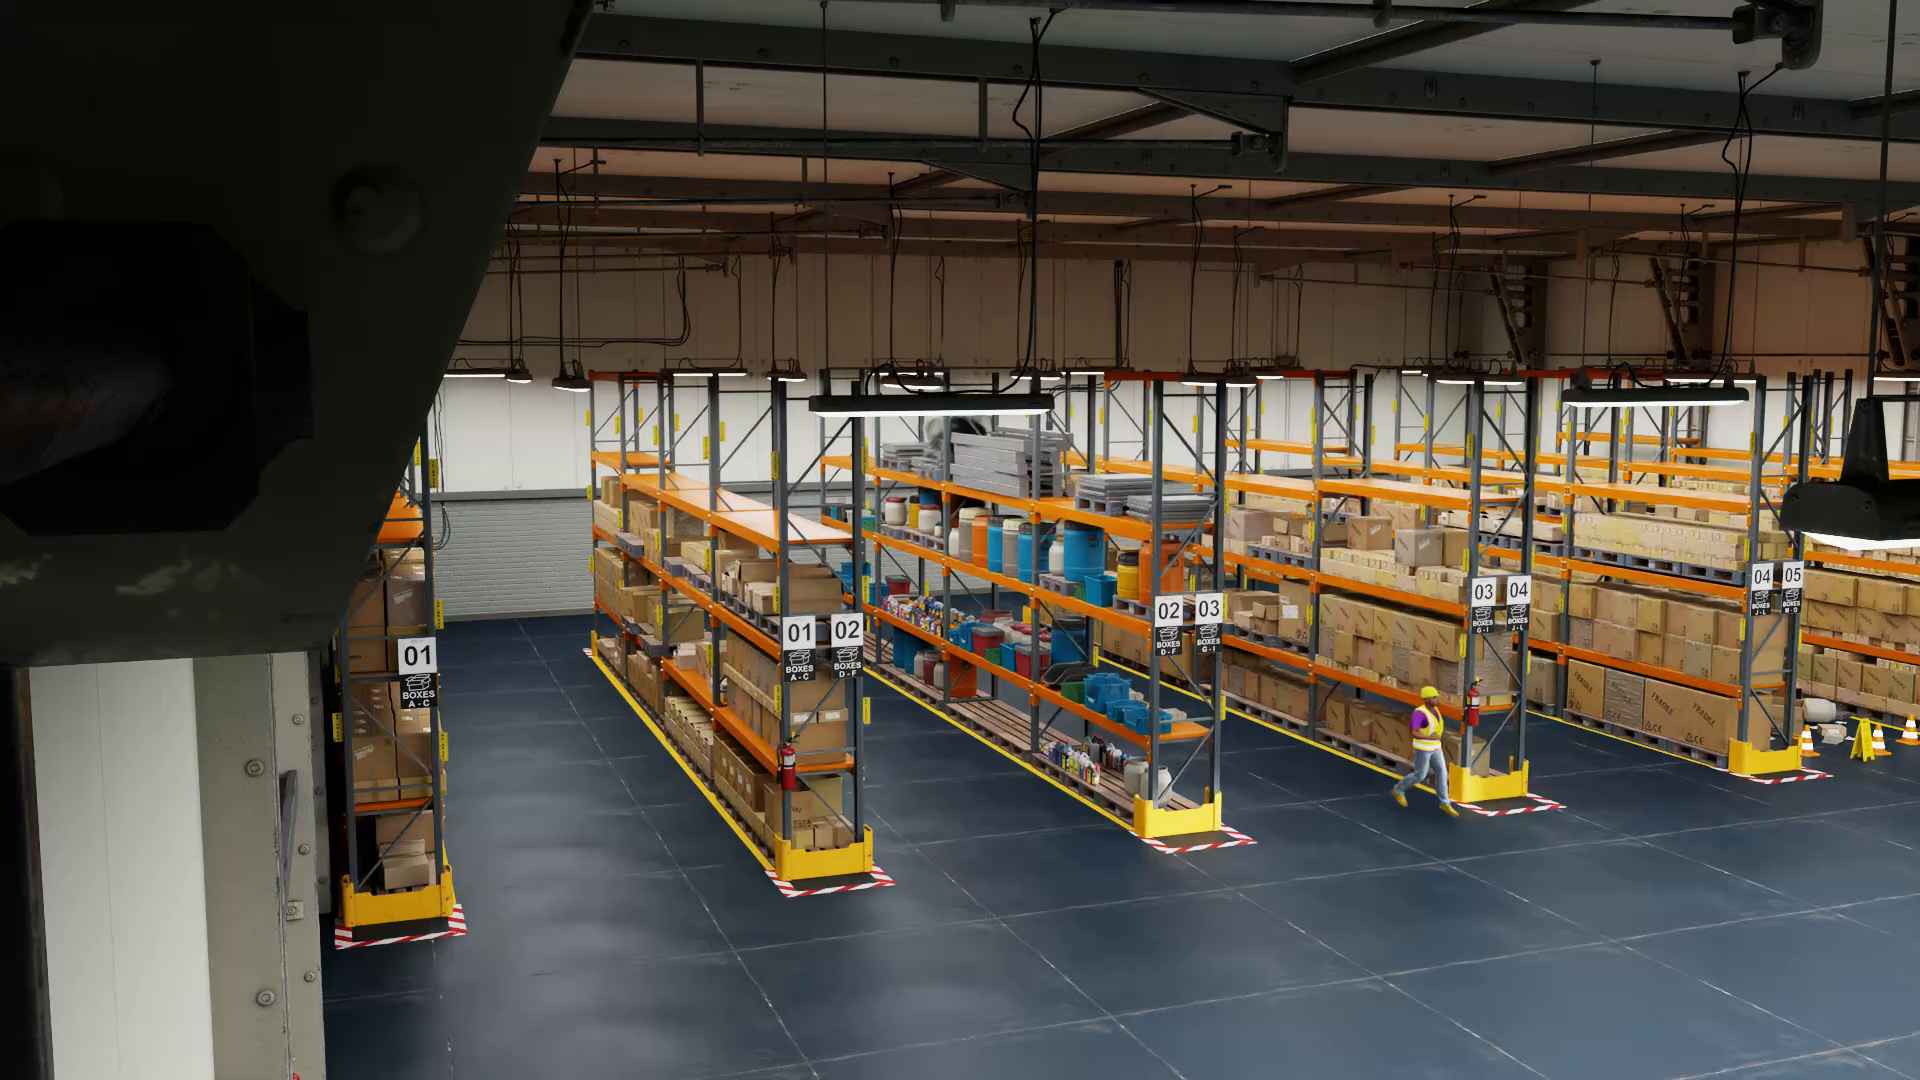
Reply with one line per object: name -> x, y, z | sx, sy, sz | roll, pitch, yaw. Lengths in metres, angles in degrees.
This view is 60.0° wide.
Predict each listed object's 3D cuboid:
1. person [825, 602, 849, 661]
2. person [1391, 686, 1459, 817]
person -> -2.371, 1.744, 31.605 | 0.615, 1.583, 0.503 | -2, 7, -21
person -> 6.408, 2.887, 22.928 | 0.933, 1.787, 0.756 | 6, 9, 42
